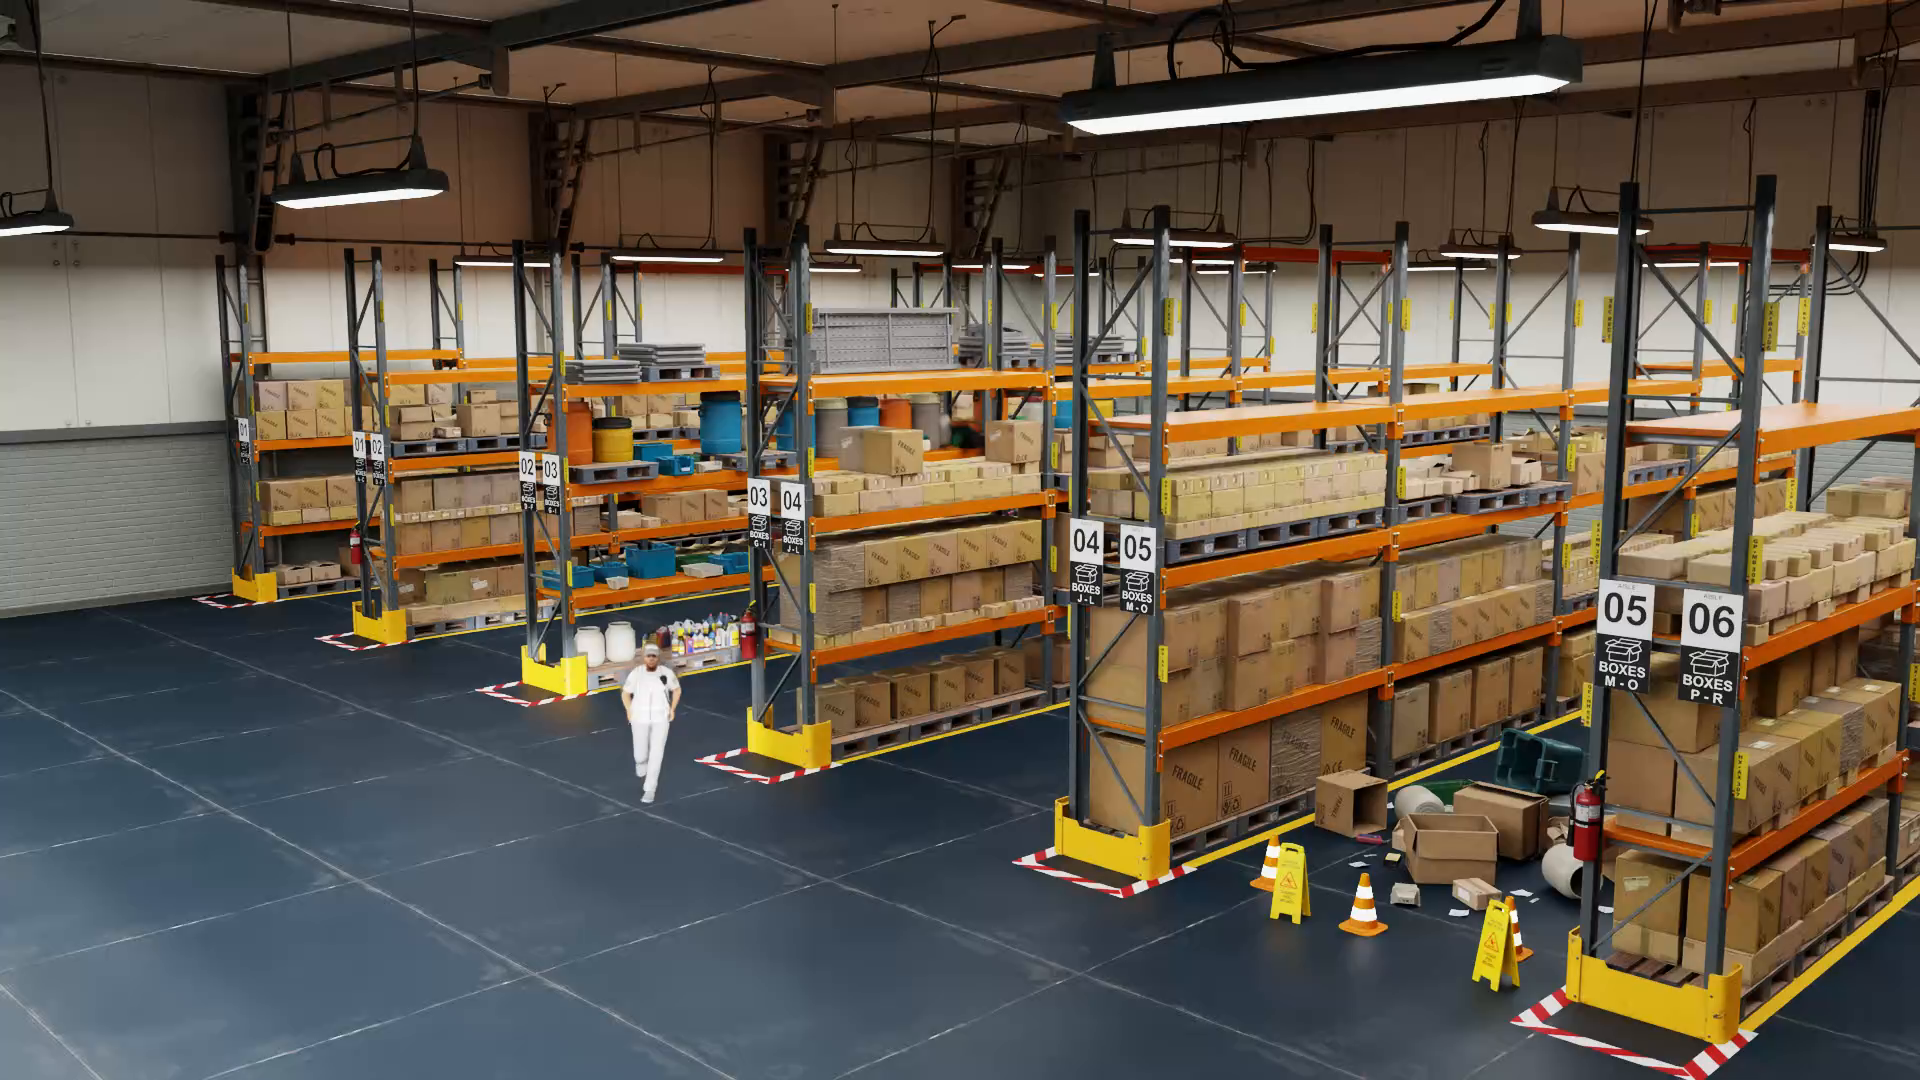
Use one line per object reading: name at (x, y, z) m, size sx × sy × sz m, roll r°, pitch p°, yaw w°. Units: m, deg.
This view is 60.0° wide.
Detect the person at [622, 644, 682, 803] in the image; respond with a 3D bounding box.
person at (-3.250, 1.894, 17.572) m, size 0.622 × 1.630 × 0.755 m, roll -1°, pitch 8°, yaw -9°

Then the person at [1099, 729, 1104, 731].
person at (1.779, 1.696, 18.717) m, size 0.631 × 1.755 × 0.709 m, roll 6°, pitch 10°, yaw 34°
